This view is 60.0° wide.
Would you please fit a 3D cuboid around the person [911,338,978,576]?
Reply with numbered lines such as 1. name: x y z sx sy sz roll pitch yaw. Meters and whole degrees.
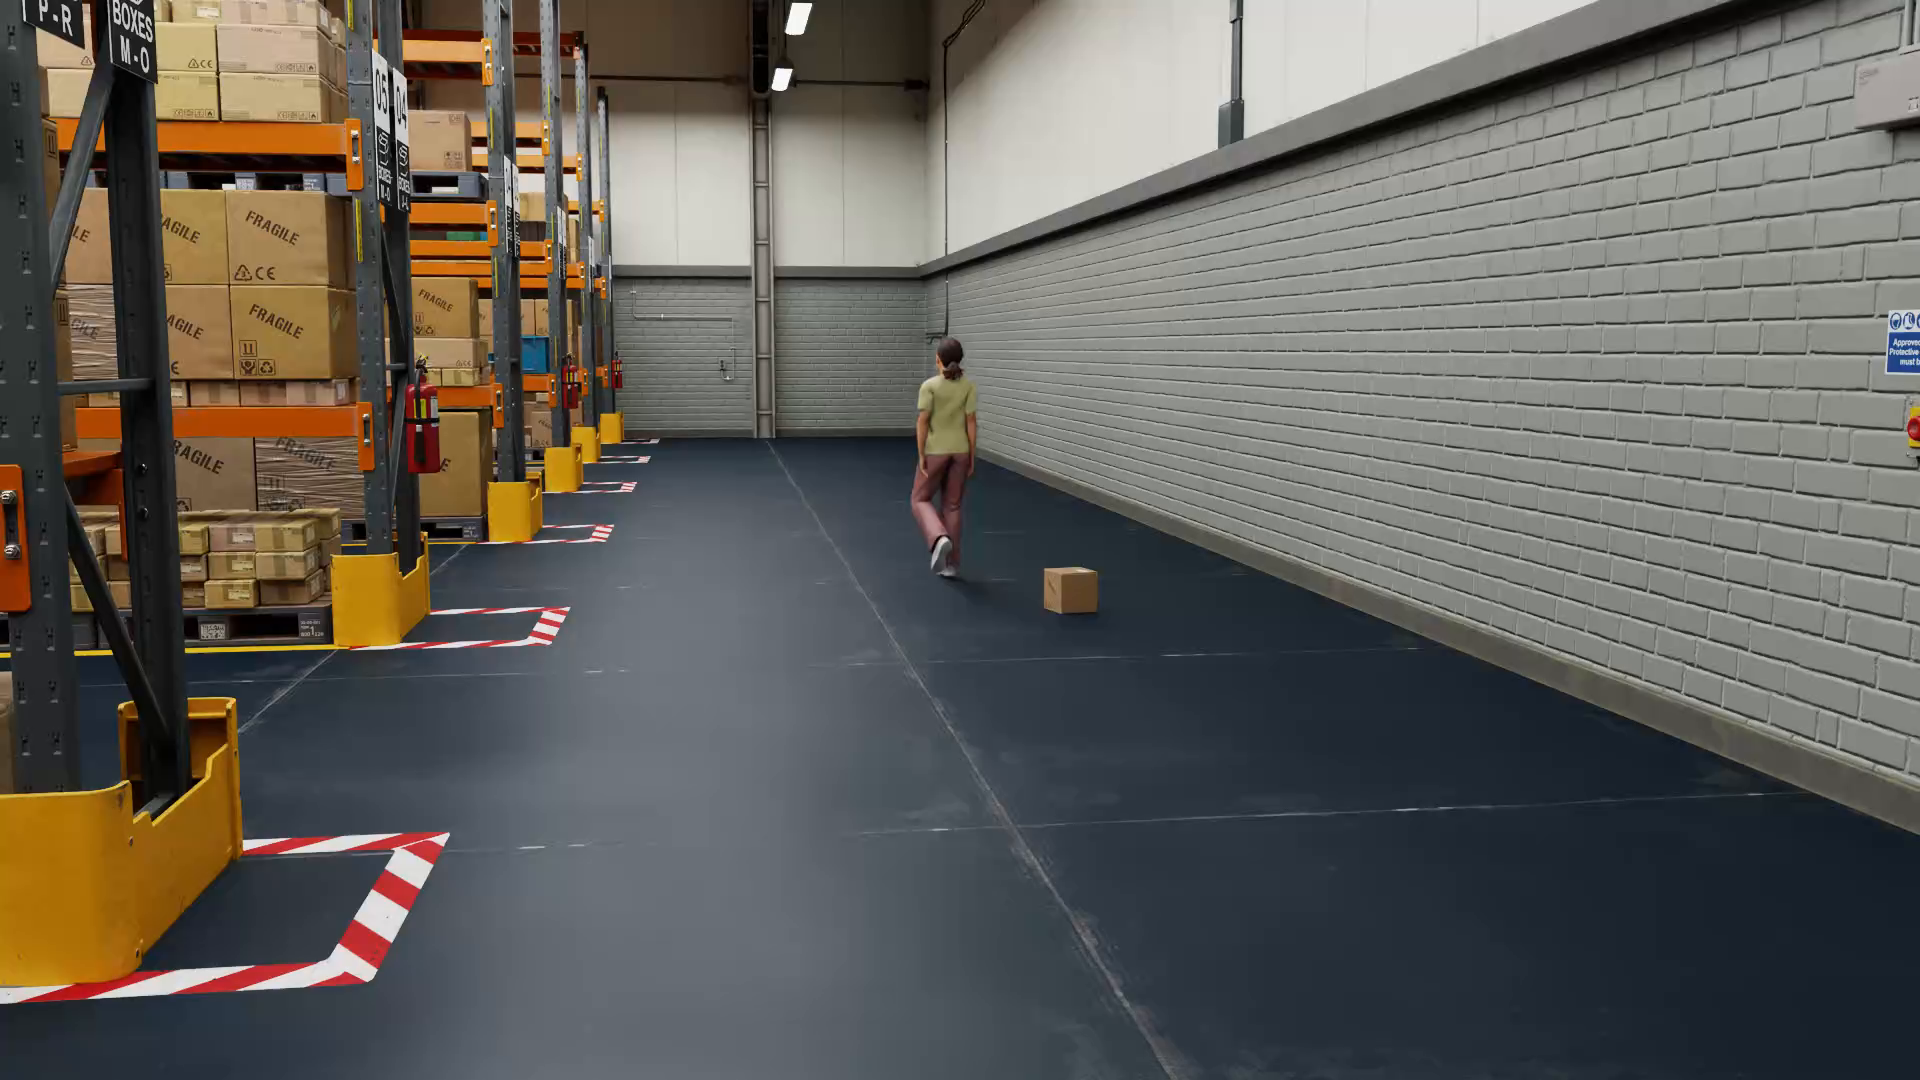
1. person: -0.095 -0.566 11.554 0.448 1.657 0.510 -2 7 -18
